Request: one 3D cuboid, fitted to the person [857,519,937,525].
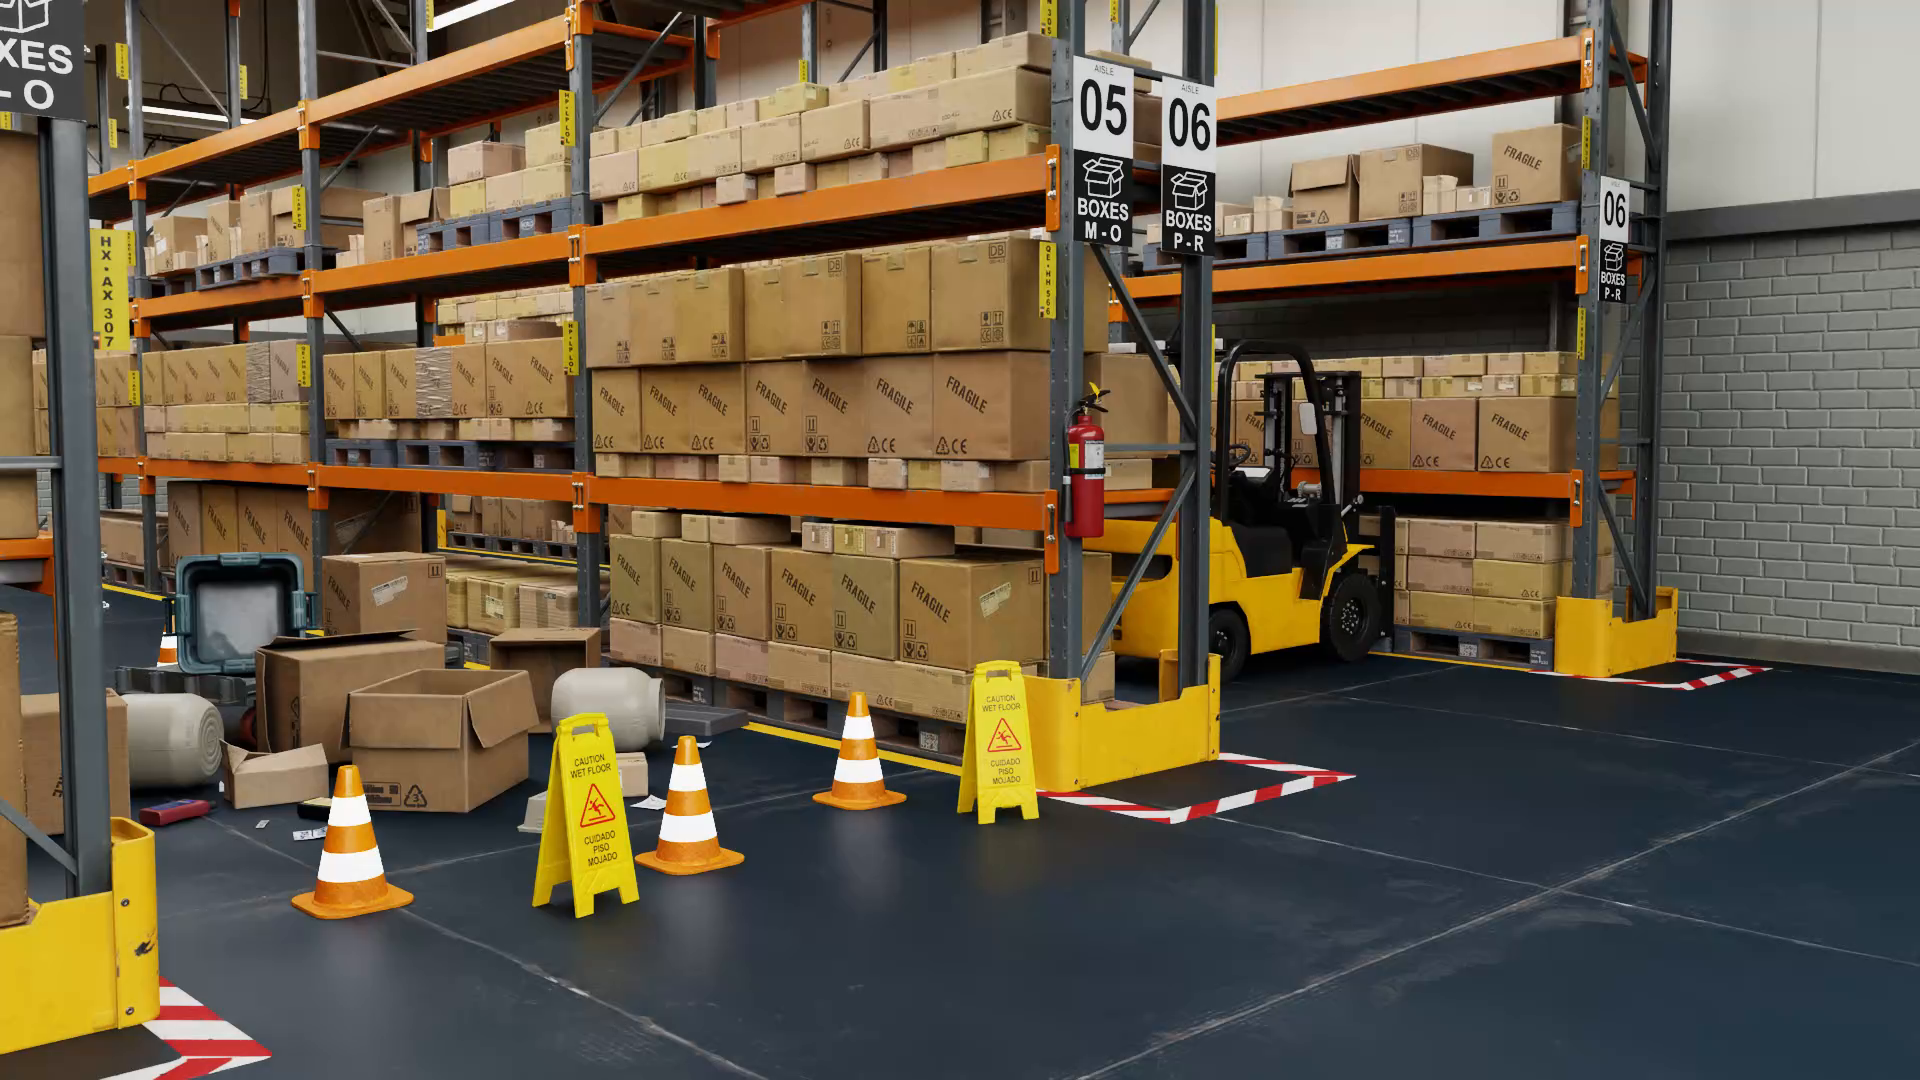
[{"bbox_3d":[-0.441,0.247,12.816,0.930,0.981,0.536,4,5,44],"label":"person"}]
